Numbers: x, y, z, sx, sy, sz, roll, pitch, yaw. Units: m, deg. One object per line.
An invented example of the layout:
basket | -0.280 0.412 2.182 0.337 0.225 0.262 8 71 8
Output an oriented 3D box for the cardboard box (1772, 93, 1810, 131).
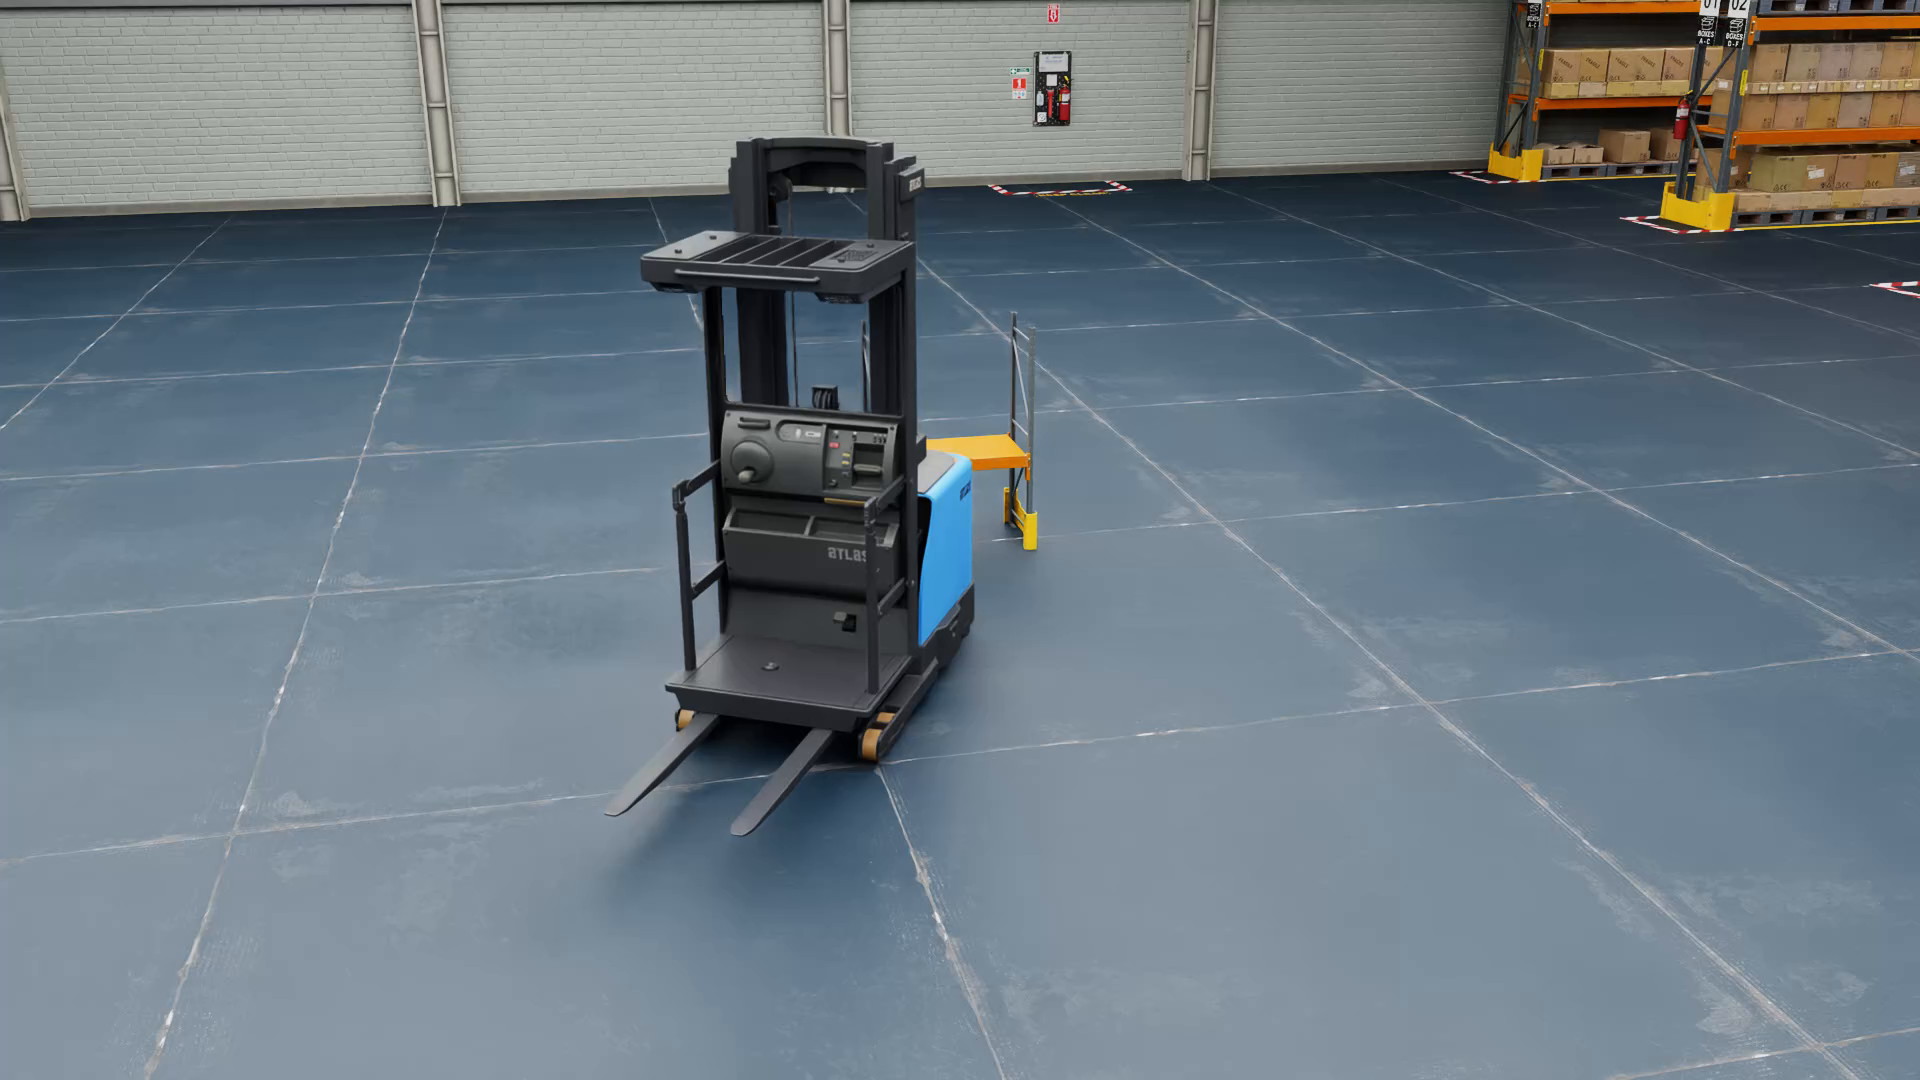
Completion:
cardboard box | 11.397 -6.024 23.253 0.500 0.500 0.700 -4 21 -11

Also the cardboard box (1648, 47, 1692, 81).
cardboard box | 11.813 -7.948 27.750 0.500 0.500 0.500 -5 21 -14

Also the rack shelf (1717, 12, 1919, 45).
rack shelf | 12.376 -7.130 23.103 4.000 0.370 1.077 -5 21 -12

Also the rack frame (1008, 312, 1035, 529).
rack frame | 0.412 -0.738 11.148 0.032 1.500 0.500 -5 21 -12

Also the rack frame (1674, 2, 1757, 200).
rack frame | 10.430 -5.901 23.063 0.127 3.000 1.000 -5 21 -12

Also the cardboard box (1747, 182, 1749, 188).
cardboard box | 11.367 -4.992 23.969 0.500 0.250 0.500 -5 21 -12

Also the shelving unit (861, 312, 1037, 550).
shelving unit | -0.074 -0.698 11.040 1.083 1.500 0.587 -5 21 -12

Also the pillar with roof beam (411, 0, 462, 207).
pillar with roof beam | -6.758 -7.855 19.676 0.400 9.000 9.100 -5 21 -12

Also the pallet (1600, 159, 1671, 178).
pallet | 11.344 -6.404 28.489 1.213 0.211 1.003 -5 21 -12

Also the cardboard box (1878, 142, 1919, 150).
cardboard box | 13.799 -5.544 24.385 0.500 0.500 0.500 -5 21 -12

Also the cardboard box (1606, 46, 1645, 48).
cardboard box | 11.180 -8.077 28.103 0.500 0.500 0.500 -4 21 -12

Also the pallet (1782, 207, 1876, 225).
pallet | 12.349 -4.762 24.007 1.213 0.211 1.003 -5 21 -12

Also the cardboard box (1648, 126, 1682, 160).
cardboard box | 12.178 -6.813 28.547 0.500 0.500 0.500 -6 21 -17

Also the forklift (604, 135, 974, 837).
forklift | -0.825 -0.421 8.203 1.130 2.935 3.031 6 21 16

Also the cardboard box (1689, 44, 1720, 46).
cardboard box | 12.673 -8.199 28.436 0.500 0.500 0.500 -5 21 -14

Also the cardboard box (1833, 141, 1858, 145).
cardboard box | 15.378 -7.100 29.330 0.500 0.500 0.700 -5 21 -13

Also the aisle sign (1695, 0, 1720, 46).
aisle sign | 10.298 -7.215 22.870 0.004 0.787 0.394 -5 21 -12

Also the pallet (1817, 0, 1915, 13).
pallet | 12.313 -7.413 22.959 1.213 0.211 1.003 -5 21 -12

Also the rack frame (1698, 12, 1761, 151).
rack frame | 13.179 -7.876 28.453 0.127 3.000 1.000 -5 21 -12

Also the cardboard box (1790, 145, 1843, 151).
cardboard box | 12.340 -5.425 24.059 0.500 0.500 0.500 -5 21 -12

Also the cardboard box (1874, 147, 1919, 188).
cardboard box | 13.432 -5.330 23.802 0.500 0.500 0.500 -5 21 -12

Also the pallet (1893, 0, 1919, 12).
pallet | 13.498 -7.509 23.219 1.213 0.211 1.003 -5 21 -12

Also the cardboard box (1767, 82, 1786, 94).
cardboard box | 11.117 -6.234 22.882 0.250 0.149 0.380 -5 21 -14

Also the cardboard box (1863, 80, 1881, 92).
cardboard box | 12.613 -6.354 23.211 0.250 0.149 0.380 -4 20 -11

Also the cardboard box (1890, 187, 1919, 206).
cardboard box | 13.432 -4.978 23.929 0.500 0.250 0.500 -5 21 -12

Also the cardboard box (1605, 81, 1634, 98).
cardboard box | 10.833 -7.515 27.657 0.500 0.250 0.500 -5 21 -13

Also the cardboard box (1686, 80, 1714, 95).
cardboard box | 12.301 -7.639 27.996 0.500 0.250 0.500 -5 21 -12

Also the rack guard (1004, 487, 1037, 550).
rack guard | 0.410 -0.151 11.363 0.087 0.250 0.587 -5 21 -12

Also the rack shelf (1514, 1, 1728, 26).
rack shelf | 11.232 -8.788 27.629 4.000 0.370 1.077 -5 21 -12

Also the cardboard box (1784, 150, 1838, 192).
cardboard box | 11.972 -5.211 23.477 0.500 0.500 0.500 -5 21 -12

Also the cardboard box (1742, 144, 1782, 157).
cardboard box | 13.891 -6.972 28.982 0.500 0.500 0.700 -4 20 -11

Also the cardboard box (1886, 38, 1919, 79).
cardboard box | 13.400 -6.796 23.475 0.500 0.500 0.700 -5 21 -13

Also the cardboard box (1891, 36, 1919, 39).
cardboard box | 16.433 -8.683 28.928 0.250 0.149 0.380 -8 22 -22

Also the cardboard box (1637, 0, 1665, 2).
cardboard box | 11.221 -9.089 27.231 0.500 0.500 0.500 -3 20 -9

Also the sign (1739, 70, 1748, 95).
sign | 10.551 -6.159 22.392 0.005 0.325 0.100 -5 21 -12

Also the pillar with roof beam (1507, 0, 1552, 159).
pillar with roof beam | 10.759 -9.280 23.565 0.400 9.000 9.100 -5 21 -12

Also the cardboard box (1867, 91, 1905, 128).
cardboard box | 12.891 -6.145 23.584 0.500 0.500 0.700 -4 21 -12

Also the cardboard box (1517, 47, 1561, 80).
cardboard box | 9.696 -7.959 27.779 0.500 0.500 0.500 -5 21 -13

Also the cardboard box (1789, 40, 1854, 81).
cardboard box | 11.939 -6.678 23.152 0.500 0.500 0.700 -5 21 -12

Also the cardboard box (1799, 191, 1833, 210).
cardboard box | 11.975 -4.855 23.596 0.500 0.250 0.500 -5 21 -12

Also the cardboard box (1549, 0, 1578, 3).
cardboard box | 9.669 -8.967 26.896 0.500 0.500 0.500 -4 21 -11

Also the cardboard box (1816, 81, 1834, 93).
cardboard box | 11.865 -6.294 23.047 0.250 0.149 0.380 -5 21 -14

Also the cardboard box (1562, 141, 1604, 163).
cardboard box | 10.535 -6.573 28.166 0.500 0.311 0.500 -3 20 -8

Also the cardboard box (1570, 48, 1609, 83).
cardboard box | 10.303 -7.823 27.409 0.500 0.500 0.500 -5 21 -12

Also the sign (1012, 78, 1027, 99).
sign | 0.954 -7.254 26.704 0.234 0.329 0.001 -5 21 -12

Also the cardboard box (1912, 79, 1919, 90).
cardboard box | 13.356 -6.414 23.376 0.250 0.149 0.380 -5 21 -13
